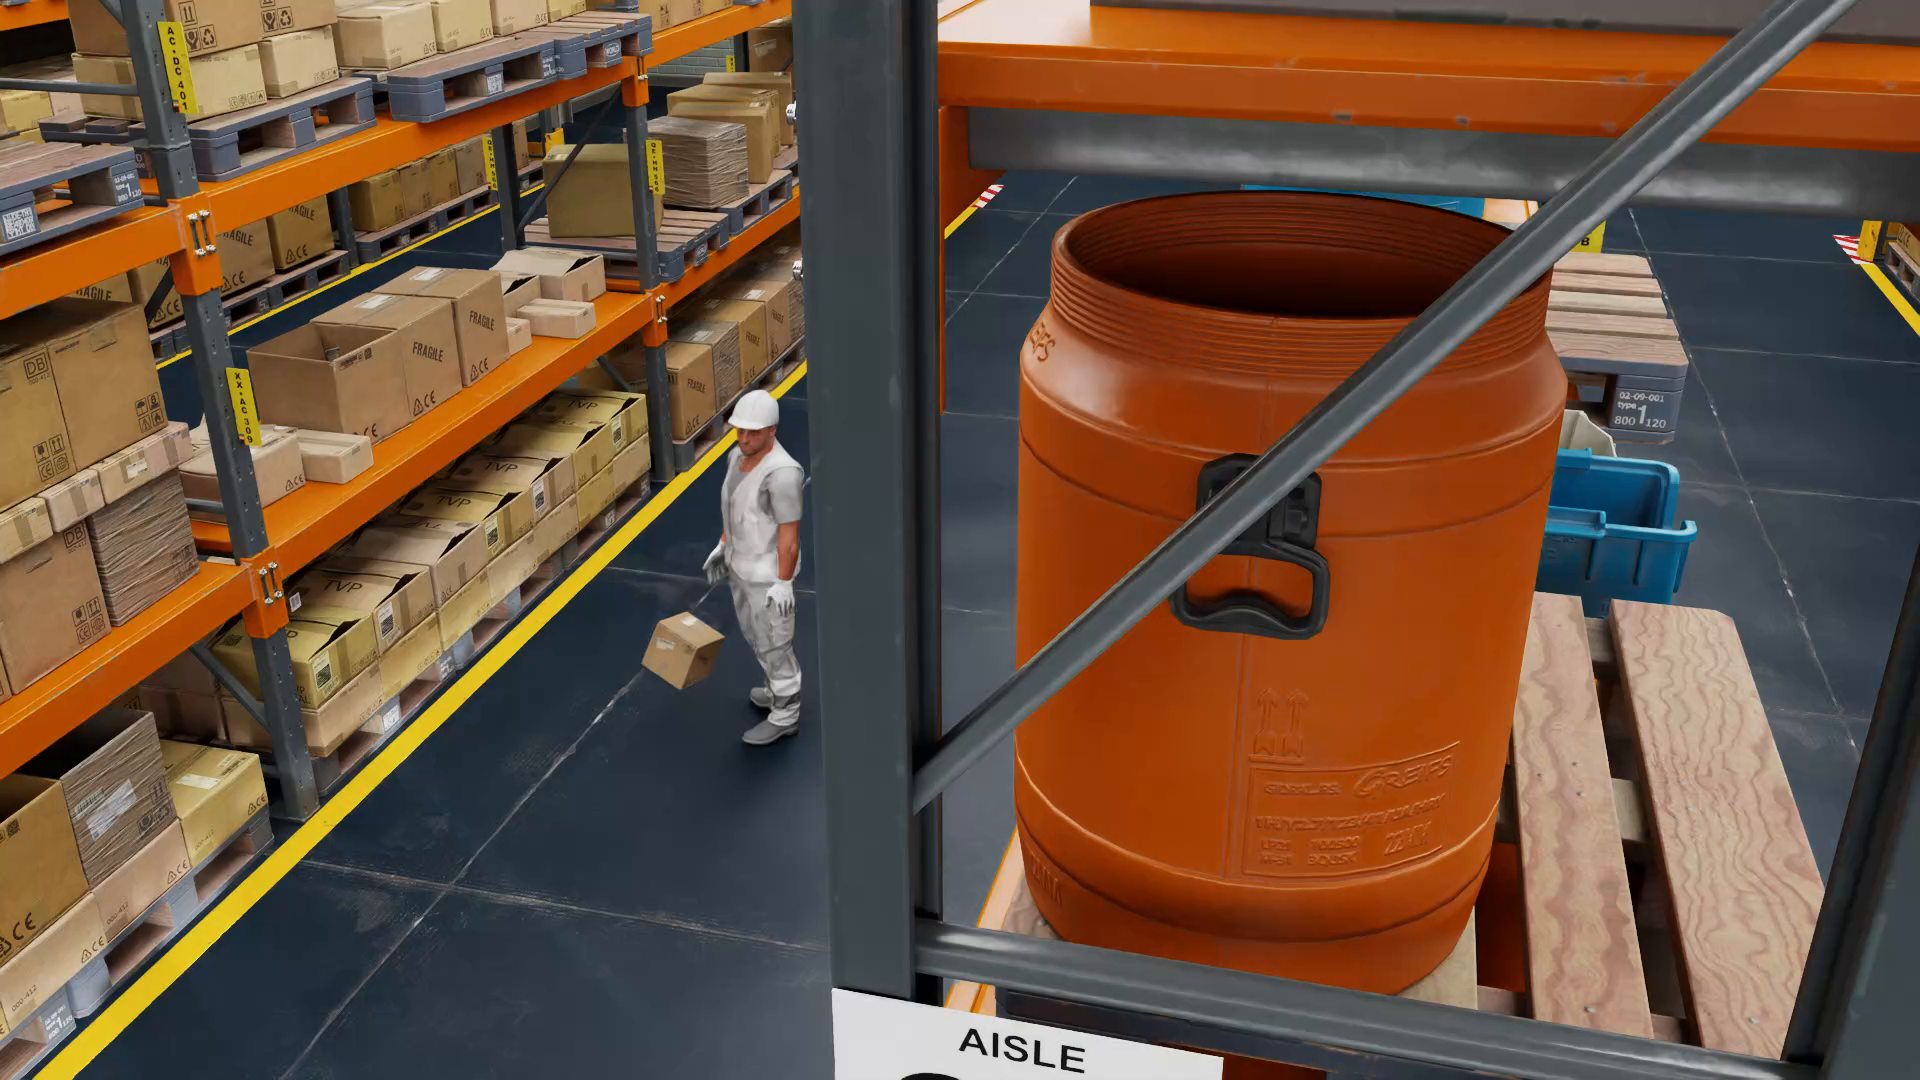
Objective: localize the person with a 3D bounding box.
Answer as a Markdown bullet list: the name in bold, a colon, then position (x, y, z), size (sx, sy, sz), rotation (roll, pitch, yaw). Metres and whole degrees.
- **person**: position (-0.950, 0.119, 7.784), size (0.423, 1.788, 0.665), rotation (-13, 28, -26)
